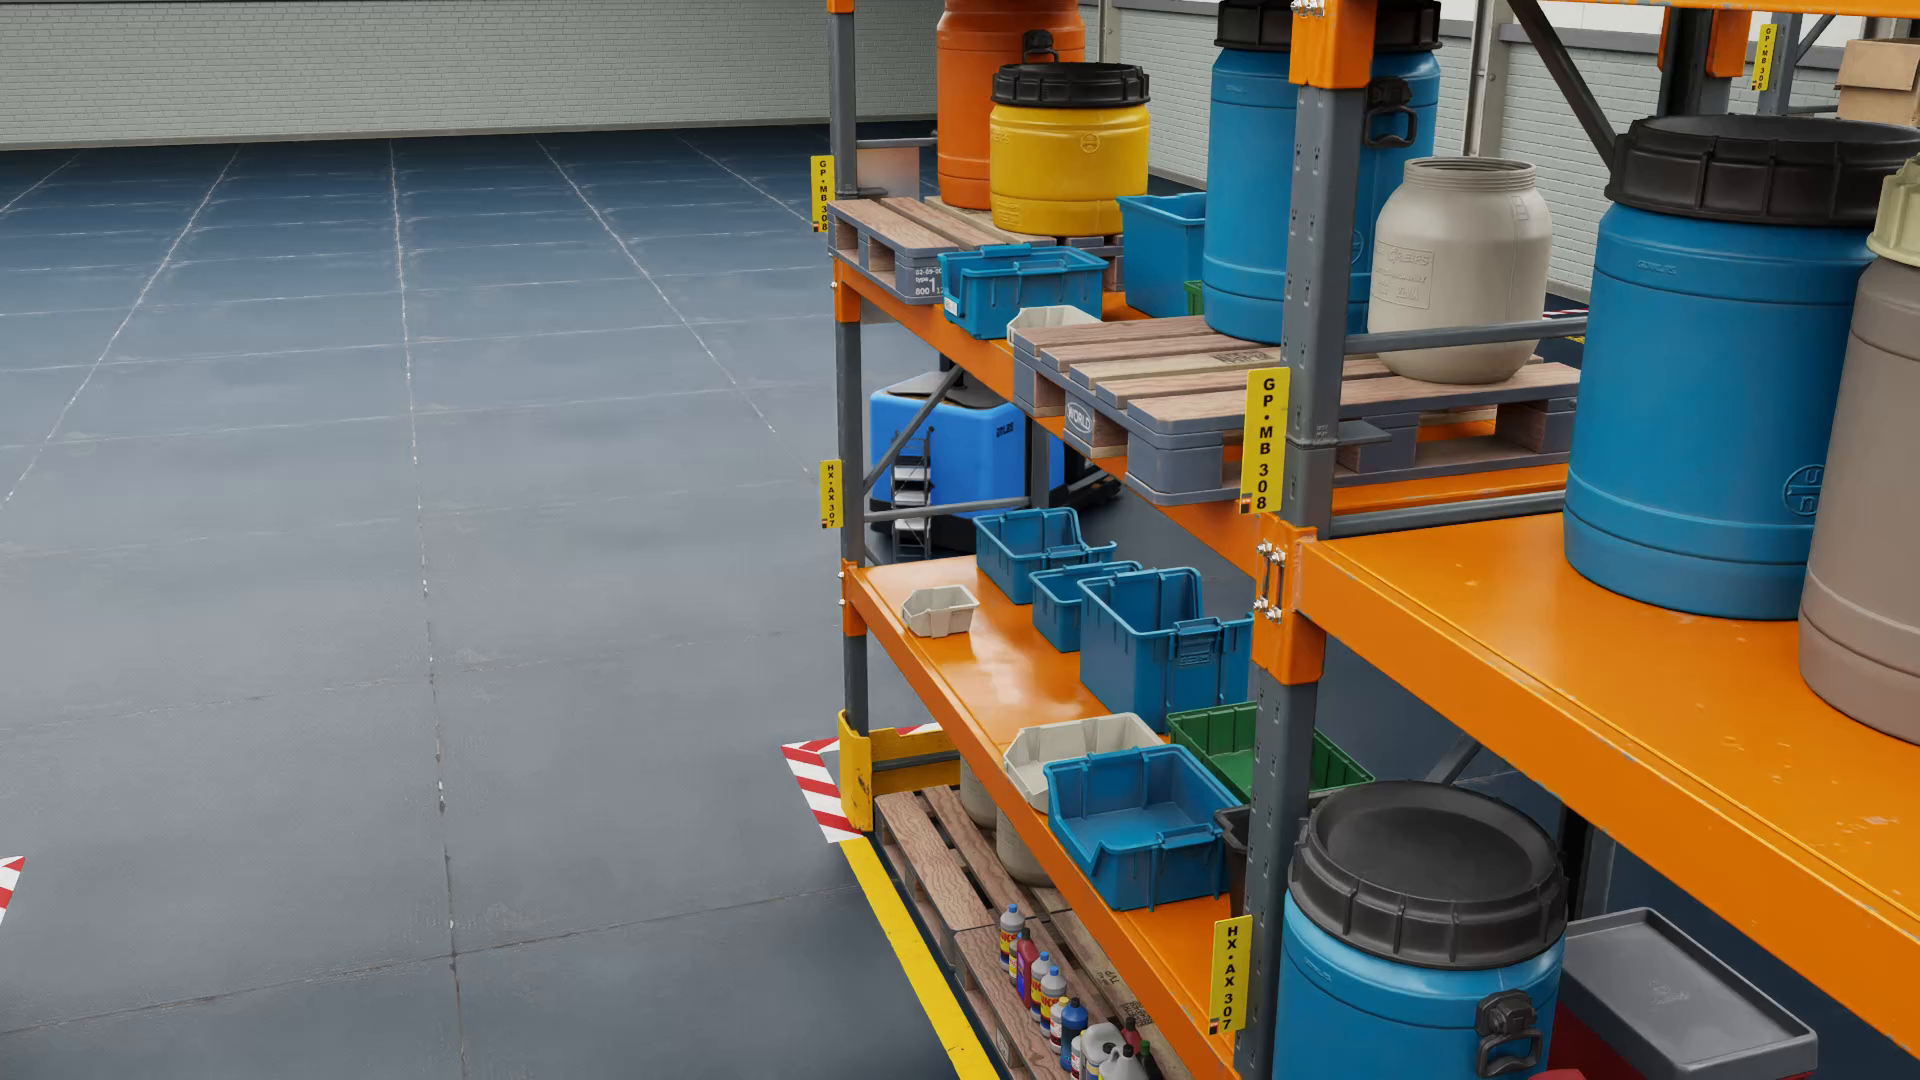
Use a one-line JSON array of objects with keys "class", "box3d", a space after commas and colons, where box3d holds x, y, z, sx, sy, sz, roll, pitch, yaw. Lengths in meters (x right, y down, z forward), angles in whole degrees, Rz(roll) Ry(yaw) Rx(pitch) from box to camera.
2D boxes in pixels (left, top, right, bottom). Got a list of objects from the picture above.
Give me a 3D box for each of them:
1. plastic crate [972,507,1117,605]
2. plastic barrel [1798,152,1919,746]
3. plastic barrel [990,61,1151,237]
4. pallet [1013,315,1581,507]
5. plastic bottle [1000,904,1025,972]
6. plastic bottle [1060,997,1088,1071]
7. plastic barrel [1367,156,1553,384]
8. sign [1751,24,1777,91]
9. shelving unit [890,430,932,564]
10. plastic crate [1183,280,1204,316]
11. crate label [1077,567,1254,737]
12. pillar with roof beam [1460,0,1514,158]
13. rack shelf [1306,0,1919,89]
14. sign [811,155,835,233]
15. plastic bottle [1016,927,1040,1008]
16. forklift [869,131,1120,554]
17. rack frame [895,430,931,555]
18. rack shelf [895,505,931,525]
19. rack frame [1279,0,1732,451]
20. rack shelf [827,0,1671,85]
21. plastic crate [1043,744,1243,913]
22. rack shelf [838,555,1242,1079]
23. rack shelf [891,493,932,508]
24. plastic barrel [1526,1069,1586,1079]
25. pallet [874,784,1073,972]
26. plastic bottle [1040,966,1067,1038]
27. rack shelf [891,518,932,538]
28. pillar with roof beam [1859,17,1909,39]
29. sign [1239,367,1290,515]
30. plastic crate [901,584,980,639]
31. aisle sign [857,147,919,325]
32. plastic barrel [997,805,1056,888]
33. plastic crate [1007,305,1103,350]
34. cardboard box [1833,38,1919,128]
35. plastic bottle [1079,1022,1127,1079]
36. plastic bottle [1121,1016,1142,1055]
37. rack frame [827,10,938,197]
[{"class": "plastic crate", "box3d": [0.374, 0.062, 7.527, 0.499, 0.251, 0.616, -6, 21, -17]}, {"class": "plastic barrel", "box3d": [1.761, -0.151, 2.721, 0.600, 0.901, 0.600, 0, 20, 0]}, {"class": "plastic barrel", "box3d": [0.412, -1.483, 6.270, 0.600, 0.588, 0.600, 0, 20, 0]}, {"class": "pallet", "box3d": [0.870, -0.397, 4.428, 1.213, 0.211, 1.003, -6, 21, -17]}, {"class": "plastic bottle", "box3d": [0.207, 1.555, 6.535, 0.097, 0.271, 0.097, 0, 20, 0]}, {"class": "plastic bottle", "box3d": [0.410, 1.762, 5.959, 0.097, 0.271, 0.097, 0, 20, 0]}, {"class": "plastic barrel", "box3d": [1.241, -0.674, 4.133, 0.421, 0.512, 0.421, 0, 20, 0]}, {"class": "sign", "box3d": [4.107, -2.465, 8.496, 0.100, 0.325, 0.005, -6, 21, -17]}, {"class": "shelving unit", "box3d": [-0.333, -0.290, 11.393, 0.258, 0.900, 0.210, 2, 20, 5]}, {"class": "plastic crate", "box3d": [0.952, -0.701, 5.306, 0.336, 0.188, 0.450, -6, 21, -17]}, {"class": "crate label", "box3d": [0.768, 0.408, 6.290, 0.502, 0.435, 0.616, -6, 21, -17]}, {"class": "pillar with roof beam", "box3d": [2.520, -7.274, 18.855, 9.100, 9.000, 0.400, -6, 21, -17]}, {"class": "rack shelf", "box3d": [1.819, -0.508, 1.675, 1.077, 0.370, 4.000, -6, 21, -17]}, {"class": "sign", "box3d": [-0.591, -1.496, 7.193, 0.100, 0.325, 0.005, -6, 21, -17]}, {"class": "plastic bottle", "box3d": [0.261, 1.624, 6.326, 0.061, 0.283, 0.133, -6, 21, -16]}, {"class": "forklift", "box3d": [0.580, -1.721, 12.372, 1.130, 2.935, 3.031, 12, 23, 31]}, {"class": "rack frame", "box3d": [-0.323, -0.324, 11.488, 0.240, 0.900, 0.006, 2, 20, 5]}, {"class": "rack shelf", "box3d": [-0.333, -0.174, 11.434, 0.258, 0.077, 0.200, 2, 20, 5]}, {"class": "rack frame", "box3d": [1.190, -1.677, 3.273, 1.000, 3.000, 0.127, -6, 21, -17]}, {"class": "rack shelf", "box3d": [0.561, -1.792, 5.249, 1.077, 0.370, 4.000, -6, 21, -17]}, {"class": "plastic crate", "box3d": [0.584, 0.890, 5.221, 0.499, 0.251, 0.616, -6, 21, -17]}, {"class": "rack shelf", "box3d": [0.561, 0.843, 6.195, 1.077, 0.370, 4.000, -6, 21, -17]}, {"class": "rack shelf", "box3d": [-0.333, -0.259, 11.404, 0.258, 0.077, 0.200, 2, 20, 5]}, {"class": "plastic barrel", "box3d": [1.282, 1.413, 3.344, 0.433, 0.535, 0.433, 0, 20, 0]}, {"class": "pallet", "box3d": [0.251, 1.456, 7.551, 1.003, 0.211, 1.213, -6, 21, -17]}, {"class": "plastic bottle", "box3d": [0.346, 1.697, 6.140, 0.097, 0.271, 0.097, 0, 20, 0]}, {"class": "rack shelf", "box3d": [-0.333, -0.089, 11.465, 0.258, 0.077, 0.200, 2, 20, 5]}, {"class": "pillar with roof beam", "box3d": [4.406, -5.348, 13.495, 9.100, 9.000, 0.400, -6, 21, -17]}, {"class": "sign", "box3d": [0.664, -0.214, 3.625, 0.100, 0.325, 0.005, -6, 21, -17]}, {"class": "plastic crate", "box3d": [-0.091, 0.308, 7.011, 0.298, 0.136, 0.250, -6, 21, -17]}, {"class": "aisle sign", "box3d": [-0.368, -1.352, 7.399, 0.394, 0.787, 0.004, -6, 21, -17]}, {"class": "plastic barrel", "box3d": [0.370, 1.200, 7.197, 0.421, 0.512, 0.421, 0, 20, 0]}, {"class": "plastic crate", "box3d": [0.302, -0.613, 5.139, 0.243, 0.136, 0.396, -6, 21, -17]}, {"class": "cardboard box", "box3d": [4.813, -2.201, 8.189, 0.797, 0.503, 0.637, -5, 20, -13]}, {"class": "plastic bottle", "box3d": [0.505, 1.828, 5.769, 0.152, 0.276, 0.135, -6, 21, -16]}, {"class": "plastic bottle", "box3d": [0.606, 1.813, 5.800, 0.061, 0.283, 0.133, -6, 21, -17]}, {"class": "rack frame", "box3d": [-0.067, -2.960, 6.847, 1.000, 3.000, 0.127, -6, 21, -17]}]
